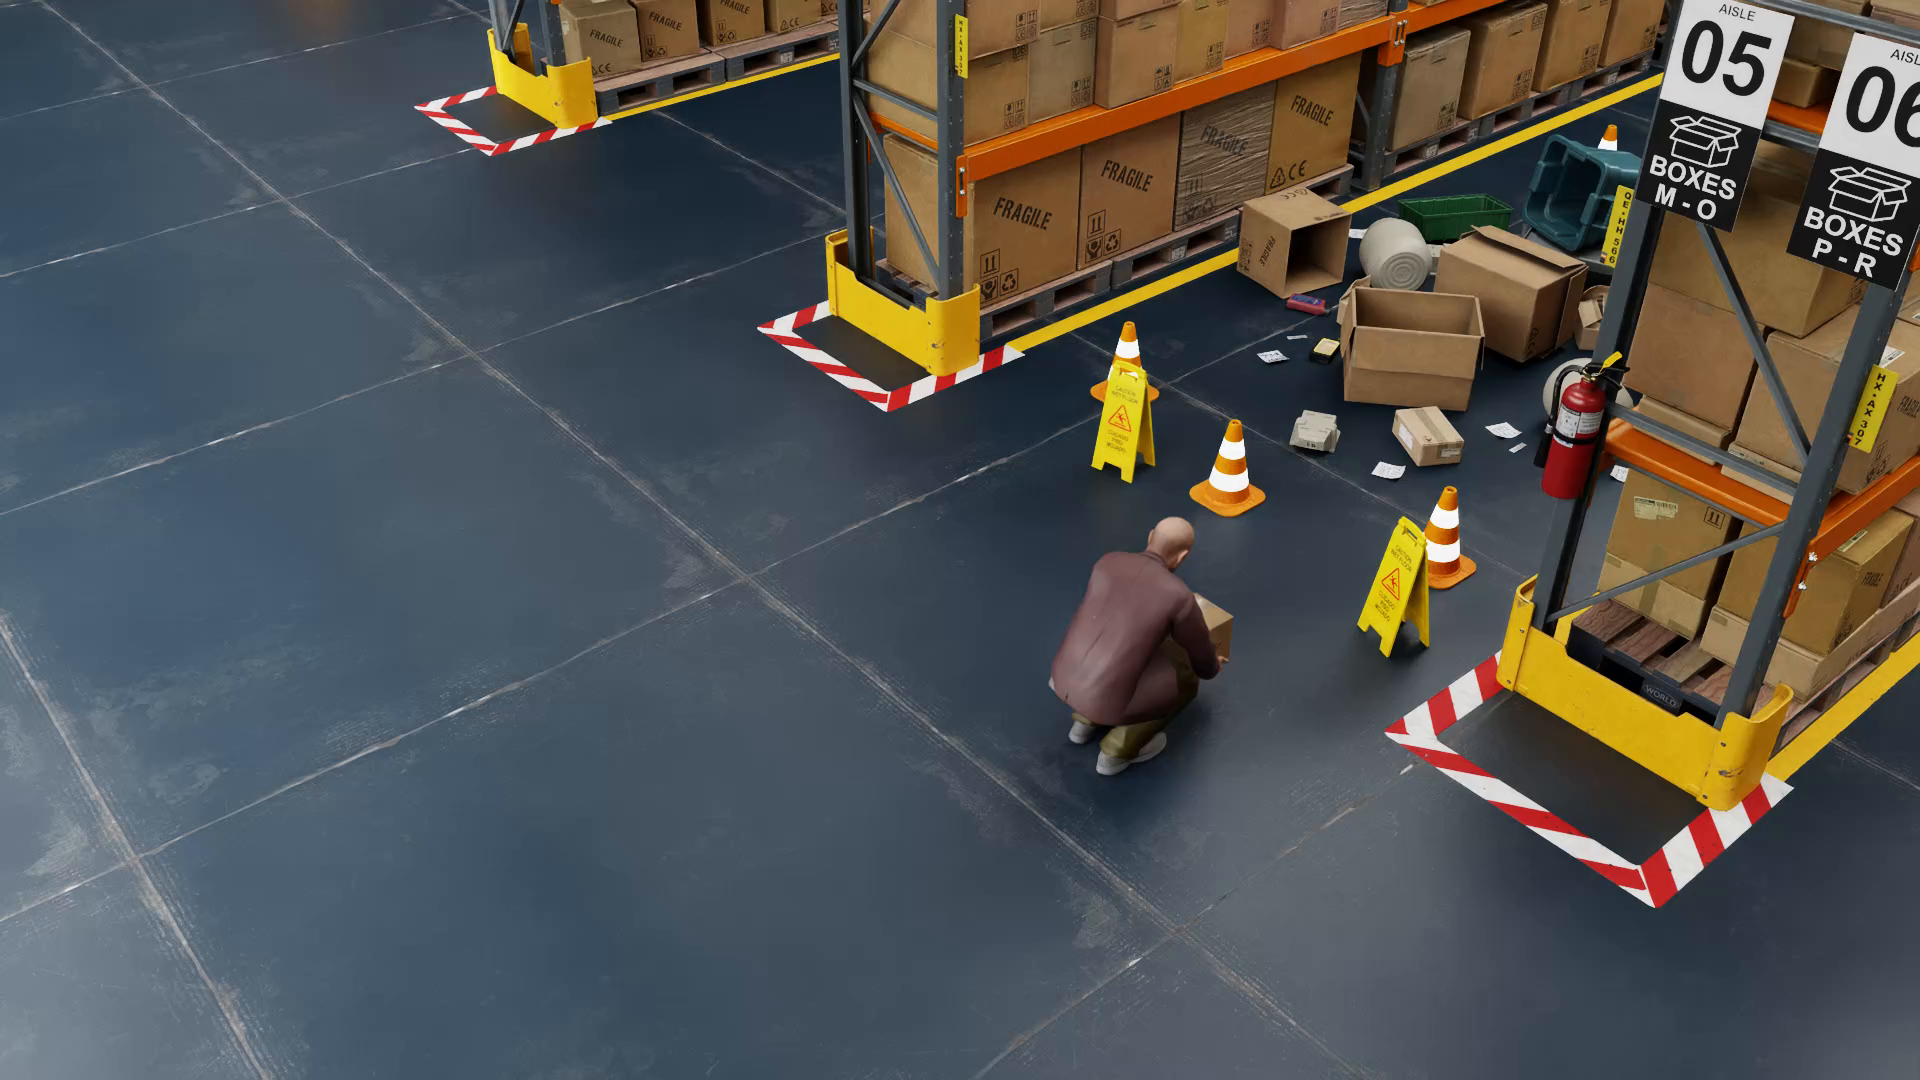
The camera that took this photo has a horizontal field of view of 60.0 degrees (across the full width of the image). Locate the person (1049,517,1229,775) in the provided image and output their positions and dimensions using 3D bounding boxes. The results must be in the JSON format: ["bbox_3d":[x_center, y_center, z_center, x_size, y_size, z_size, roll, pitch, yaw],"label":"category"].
[{"bbox_3d":[0.770,0.436,7.173,0.902,0.980,0.605,-26,43,-32],"label":"person"}]
